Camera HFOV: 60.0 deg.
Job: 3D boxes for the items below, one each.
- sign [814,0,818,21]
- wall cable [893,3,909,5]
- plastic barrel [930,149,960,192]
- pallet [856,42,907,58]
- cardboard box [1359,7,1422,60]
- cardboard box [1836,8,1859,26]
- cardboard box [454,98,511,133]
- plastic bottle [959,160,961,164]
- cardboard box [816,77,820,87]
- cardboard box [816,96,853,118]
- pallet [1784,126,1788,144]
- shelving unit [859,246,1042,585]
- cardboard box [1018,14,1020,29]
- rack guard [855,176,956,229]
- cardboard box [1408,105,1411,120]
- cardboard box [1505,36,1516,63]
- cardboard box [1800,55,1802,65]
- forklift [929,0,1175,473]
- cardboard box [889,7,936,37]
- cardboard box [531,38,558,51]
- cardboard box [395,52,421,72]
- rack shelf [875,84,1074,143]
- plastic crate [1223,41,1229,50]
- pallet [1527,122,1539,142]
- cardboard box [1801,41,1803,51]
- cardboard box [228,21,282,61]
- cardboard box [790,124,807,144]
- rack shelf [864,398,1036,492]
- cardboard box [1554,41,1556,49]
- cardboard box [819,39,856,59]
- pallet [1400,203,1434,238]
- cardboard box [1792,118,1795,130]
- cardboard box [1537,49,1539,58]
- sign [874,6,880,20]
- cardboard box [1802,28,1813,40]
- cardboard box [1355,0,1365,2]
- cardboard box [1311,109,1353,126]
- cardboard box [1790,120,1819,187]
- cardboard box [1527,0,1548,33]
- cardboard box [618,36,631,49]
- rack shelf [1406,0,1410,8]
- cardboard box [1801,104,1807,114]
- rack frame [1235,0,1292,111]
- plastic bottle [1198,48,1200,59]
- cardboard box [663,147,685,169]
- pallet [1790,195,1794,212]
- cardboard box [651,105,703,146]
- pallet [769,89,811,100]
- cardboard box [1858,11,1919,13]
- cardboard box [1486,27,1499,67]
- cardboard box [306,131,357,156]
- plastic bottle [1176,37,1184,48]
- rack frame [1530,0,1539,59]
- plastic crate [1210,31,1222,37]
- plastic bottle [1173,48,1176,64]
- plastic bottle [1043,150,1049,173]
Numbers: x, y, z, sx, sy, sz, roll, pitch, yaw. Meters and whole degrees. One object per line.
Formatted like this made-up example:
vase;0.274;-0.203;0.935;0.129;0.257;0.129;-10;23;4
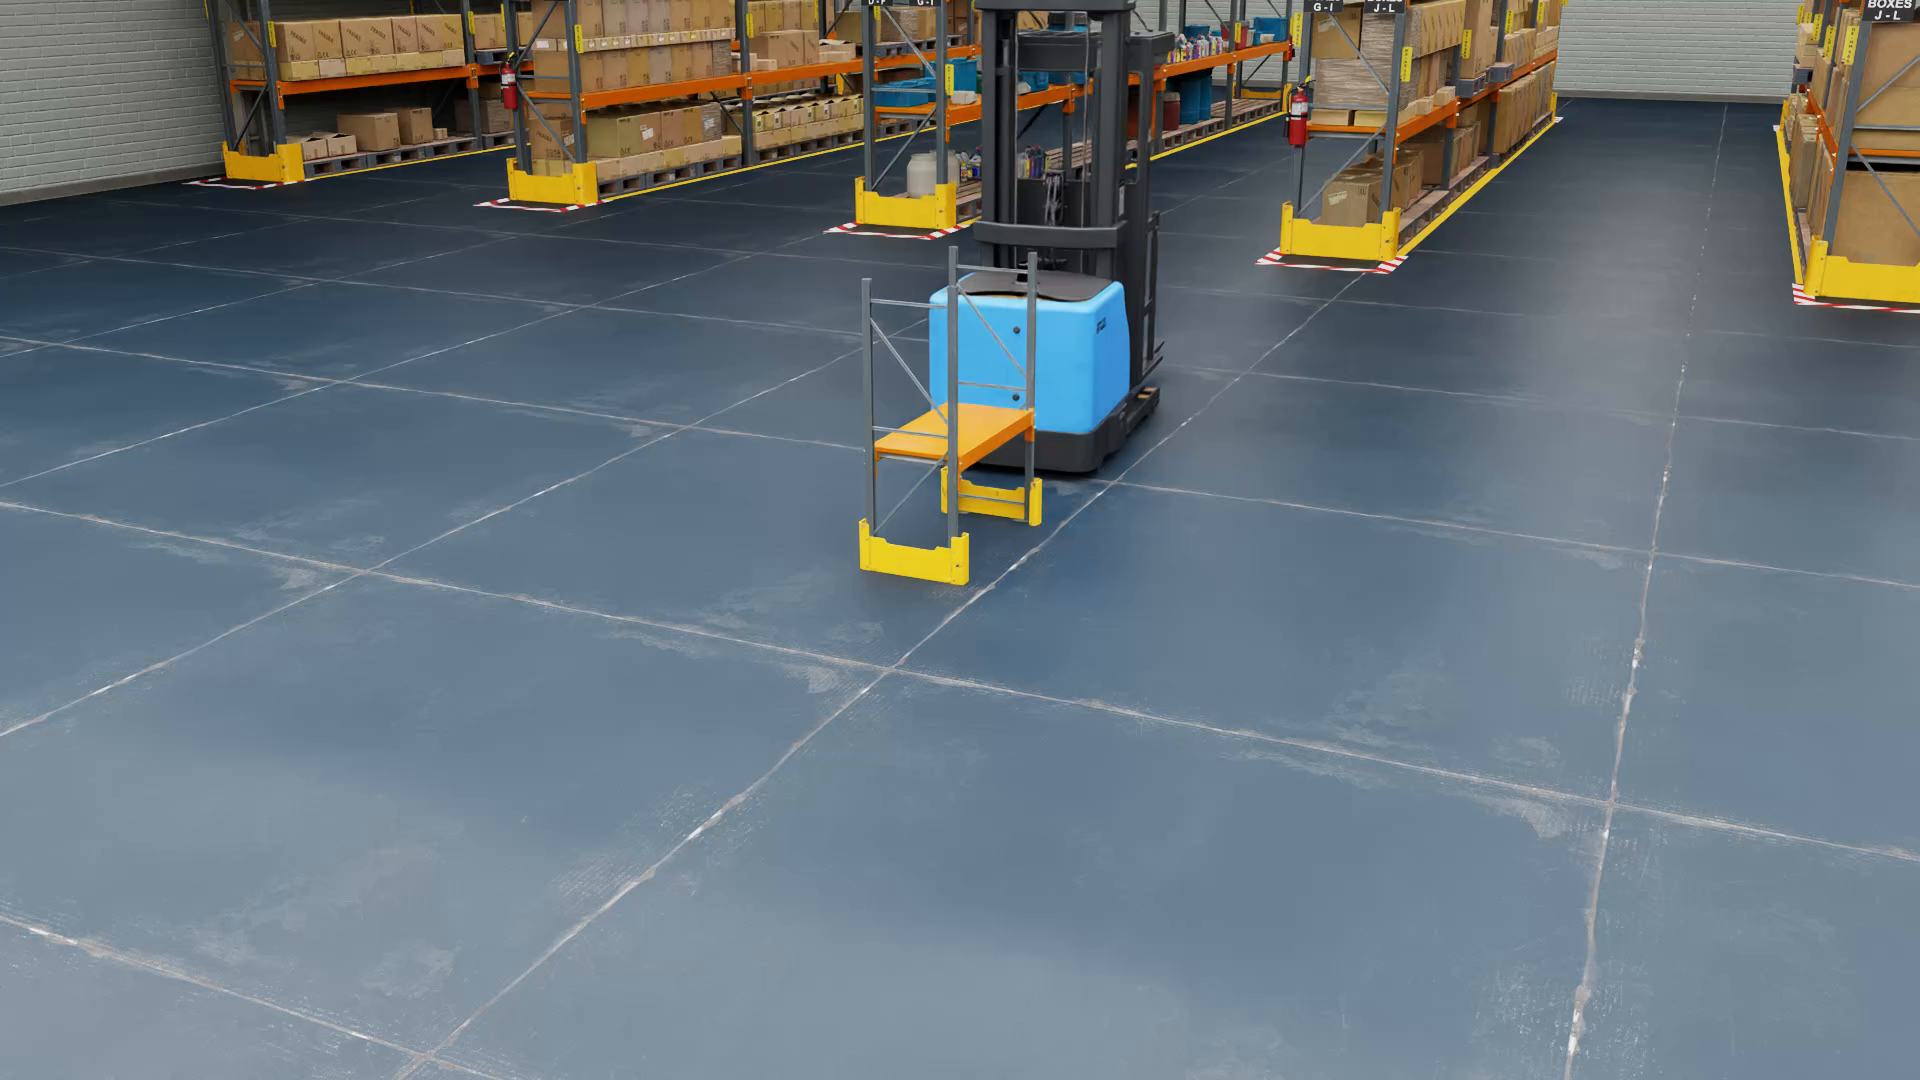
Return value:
sign;-2.357;-8.746;27.475;0.100;0.325;0.005;9;21;23
wall cable;-0.461;-14.334;40.478;3.097;2.526;0.112;9;21;23
plastic barrel;-0.212;-4.430;20.036;0.421;0.512;0.421;0;20;0
pallet;-1.645;-8.293;28.096;1.213;0.211;1.003;9;21;23
cardboard box;4.376;-5.149;16.886;0.500;0.500;0.500;9;21;23
cardboard box;11.263;-6.322;20.627;0.700;0.500;0.500;8;21;22
cardboard box;-7.731;-6.879;26.908;0.700;0.500;0.500;9;22;25
plastic bottle;-0.080;-4.701;21.119;0.152;0.276;0.135;8;21;21
cardboard box;-3.299;-10.083;35.947;0.700;0.500;0.500;9;21;23
cardboard box;-2.055;-6.979;26.756;0.500;0.311;0.500;8;21;22
pallet;14.040;-6.588;27.178;1.003;0.211;1.213;9;21;23
shelving unit;-0.031;-0.683;8.652;0.587;1.500;1.083;9;21;23
cardboard box;0.857;-10.020;32.517;0.500;0.500;0.500;8;21;22
rack guard;-0.629;-3.892;19.166;1.175;0.500;0.348;9;21;23
cardboard box;4.555;-4.524;17.587;0.380;0.149;0.250;9;21;23
cardboard box;7.834;-7.122;24.369;0.500;0.500;0.500;8;21;21
cardboard box;11.547;-6.463;22.414;0.380;0.149;0.250;8;21;23
forklift;0.746;-2.241;10.895;1.130;2.935;3.031;6;21;17
cardboard box;-0.842;-9.301;29.869;0.700;0.500;0.500;12;23;31
cardboard box;-5.152;-6.216;20.854;0.380;0.149;0.250;8;21;22
cardboard box;-8.338;-7.067;24.559;0.500;0.250;0.500;8;21;22
rack shelf;0.202;-5.312;20.503;1.077;0.370;4.000;9;21;23
plastic crate;4.618;-8.735;29.357;0.396;0.136;0.243;9;21;23
pallet;9.198;-6.936;28.158;1.003;0.211;1.213;9;21;23
cardboard box;11.764;-6.766;22.823;0.380;0.149;0.250;9;21;23
cardboard box;-9.656;-6.865;22.869;0.500;0.500;0.500;8;21;22
cardboard box;-2.685;-6.250;25.543;0.500;0.250;0.500;8;21;21
rack shelf;-0.035;-0.511;8.704;0.538;0.185;1.000;9;21;23
cardboard box;10.503;-8.899;29.891;0.380;0.149;0.250;9;21;23
cardboard box;-2.047;-8.019;27.174;0.500;0.311;0.500;10;22;26
pallet;4.799;-3.685;19.015;1.003;0.211;1.213;9;21;23
cardboard box;13.138;-6.452;25.818;0.380;0.149;0.250;9;21;24
cardboard box;9.348;-8.035;27.461;0.380;0.149;0.250;8;21;21
sign;-1.351;-8.637;27.049;0.100;0.325;0.005;9;21;23
cardboard box;11.975;-7.062;23.209;0.380;0.149;0.250;10;22;25
cardboard box;4.715;-5.833;18.808;0.500;0.500;0.500;9;21;23
cardboard box;3.830;-4.357;17.119;0.380;0.149;0.250;9;21;23
cardboard box;10.975;-4.791;20.694;1.050;0.750;0.750;9;21;24
cardboard box;9.454;-8.712;27.650;0.500;0.500;0.500;9;21;23
cardboard box;-4.463;-6.398;21.365;0.380;0.149;0.250;8;21;22
rack shelf;4.721;-6.046;18.090;1.077;0.370;4.000;9;21;23
cardboard box;11.899;-5.869;22.979;0.500;0.250;0.500;9;21;23
rack frame;5.935;-9.931;32.417;1.000;3.000;0.127;9;21;23
plastic bottle;3.902;-8.033;27.375;0.097;0.201;0.097;0;20;0
cardboard box;-4.096;-5.215;22.632;0.500;0.250;0.500;9;21;23
pallet;10.769;-4.178;20.402;1.003;0.211;1.213;9;21;23
cardboard box;-3.904;-5.723;22.941;0.500;0.500;0.500;9;21;23
pallet;-3.860;-9.350;34.944;1.003;0.211;1.213;9;21;23
cardboard box;9.722;-5.159;17.163;0.875;0.550;0.550;9;21;23
cardboard box;6.856;-6.696;22.544;0.700;0.500;0.500;12;23;31
cardboard box;-9.056;-5.713;23.913;0.500;0.311;0.500;11;22;27
plastic bottle;3.574;-8.002;27.066;0.144;0.351;0.185;9;21;23
rack frame;8.816;-8.029;27.067;1.000;3.000;0.127;9;21;23
plastic crate;4.871;-9.356;30.960;0.416;0.233;0.300;9;21;23
plastic bottle;3.321;-7.656;26.206;0.152;0.276;0.135;9;21;23
plastic bottle;1.125;-4.998;21.942;0.061;0.283;0.133;10;22;25
